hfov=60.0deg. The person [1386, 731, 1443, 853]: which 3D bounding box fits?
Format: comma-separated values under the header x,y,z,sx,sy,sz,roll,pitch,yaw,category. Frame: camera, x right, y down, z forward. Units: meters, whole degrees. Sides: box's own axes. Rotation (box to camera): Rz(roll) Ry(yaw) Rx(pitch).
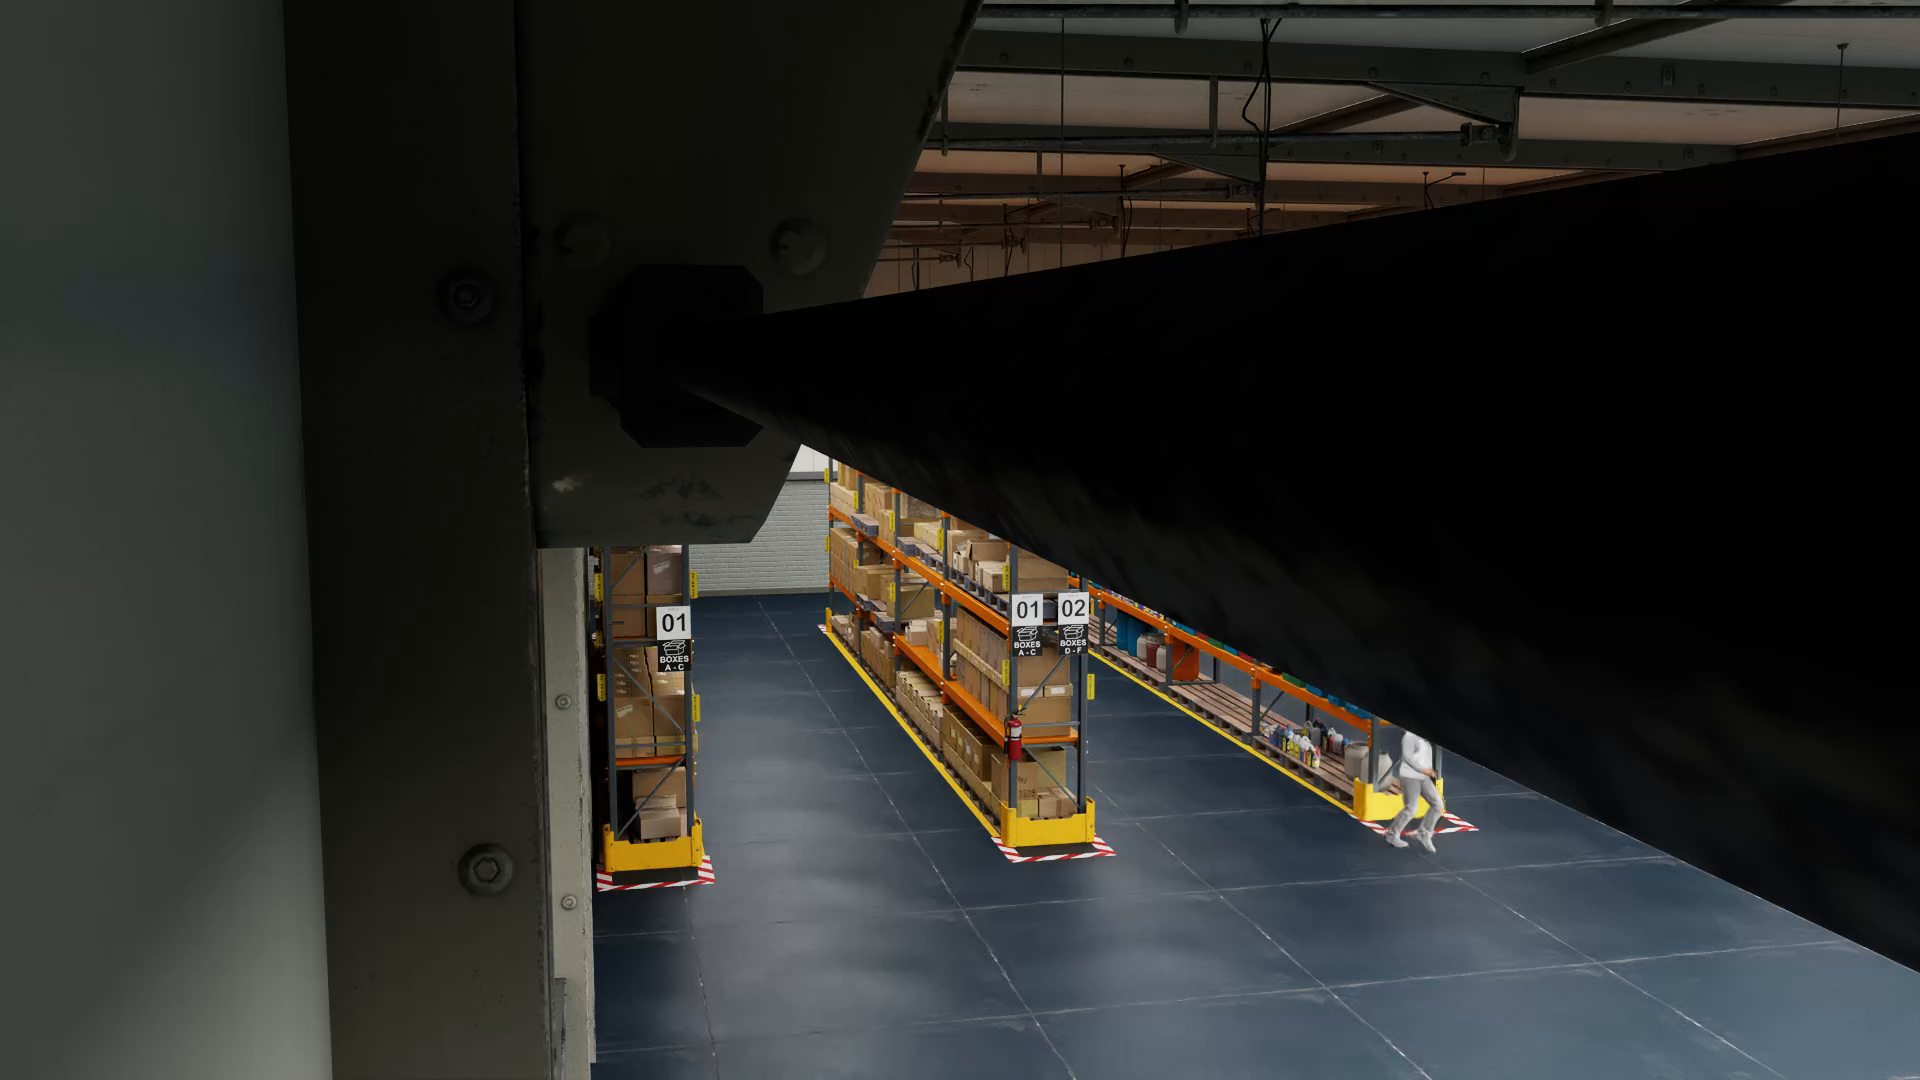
x,y,z,sx,sy,sz,roll,pitch,yaw,category
5.760,2.999,20.874,0.645,1.770,0.702,5,9,37,person
